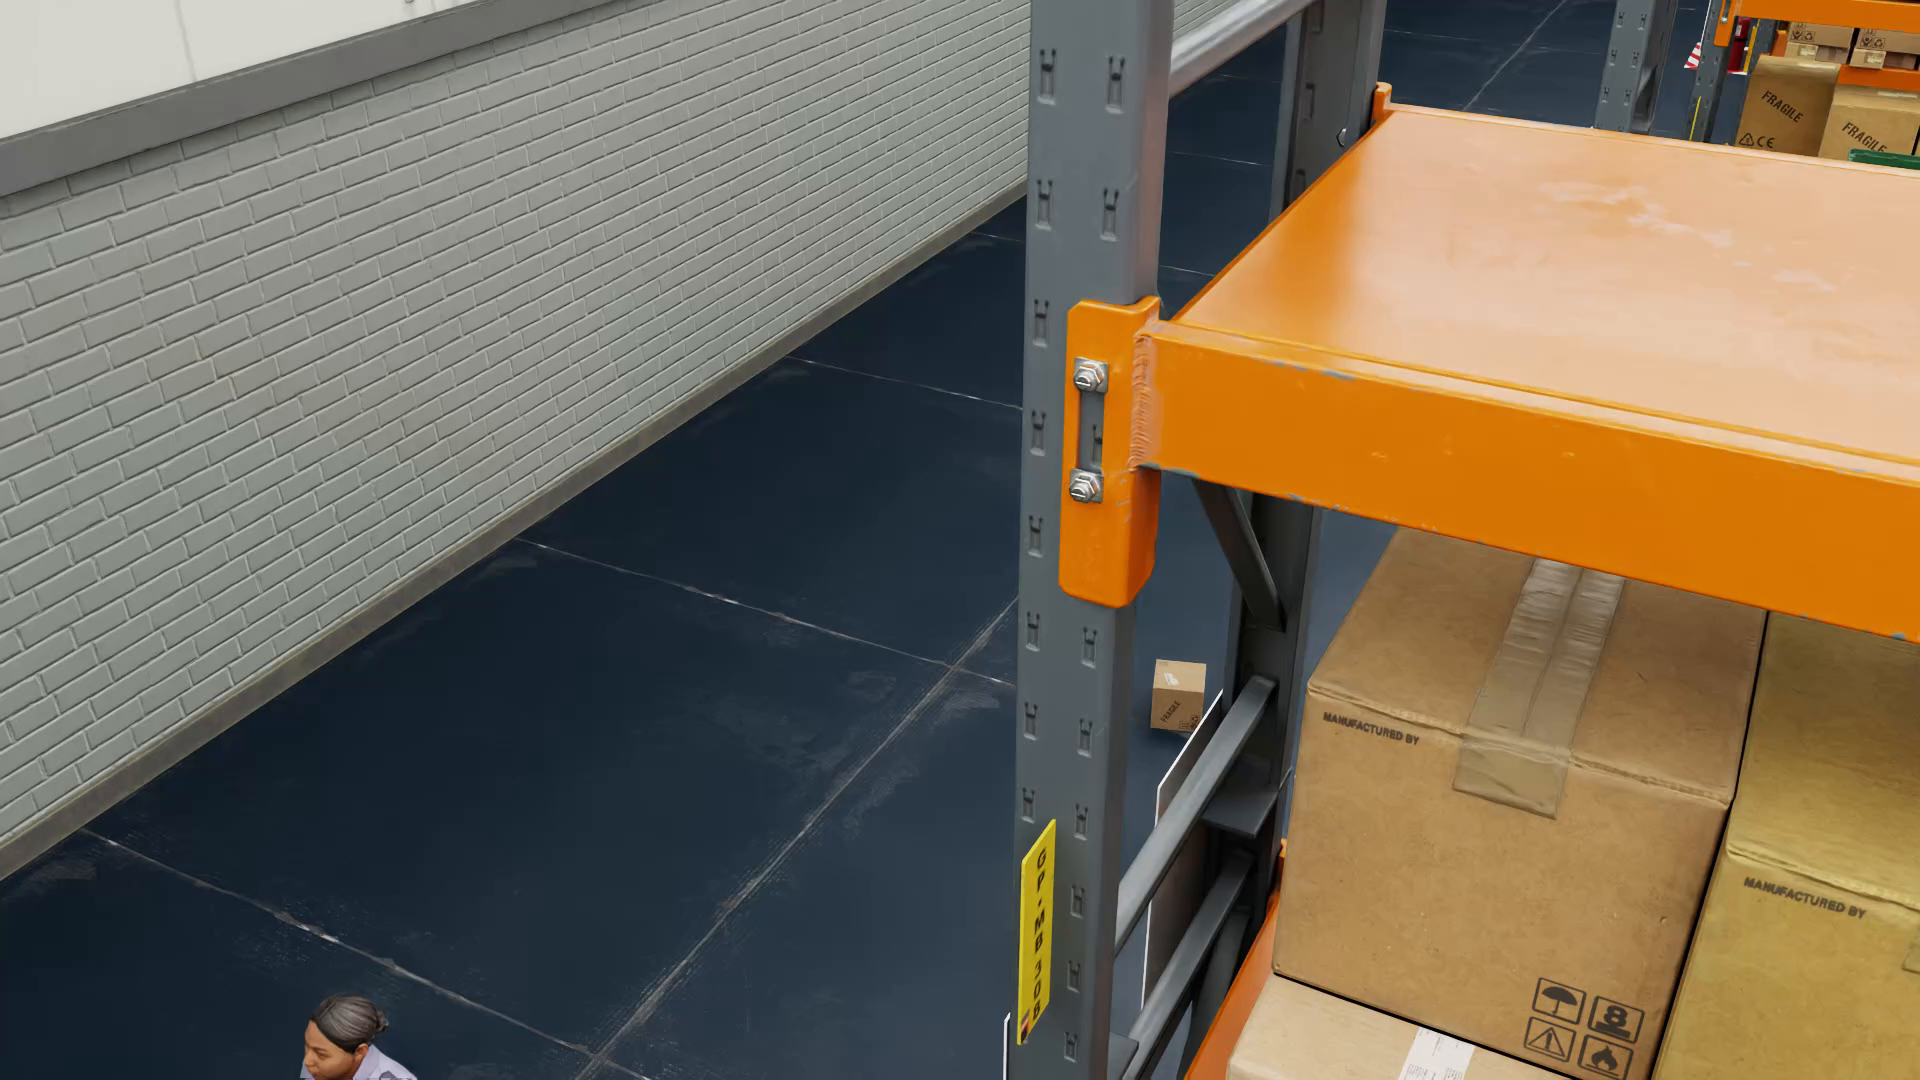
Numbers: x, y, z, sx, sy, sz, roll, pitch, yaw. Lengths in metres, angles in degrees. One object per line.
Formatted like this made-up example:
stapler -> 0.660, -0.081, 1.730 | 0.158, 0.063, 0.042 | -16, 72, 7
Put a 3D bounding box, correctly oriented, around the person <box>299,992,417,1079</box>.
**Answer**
person -> -1.755, 2.007, 4.837 | 0.492, 1.599, 0.938 | 15, 34, 24
